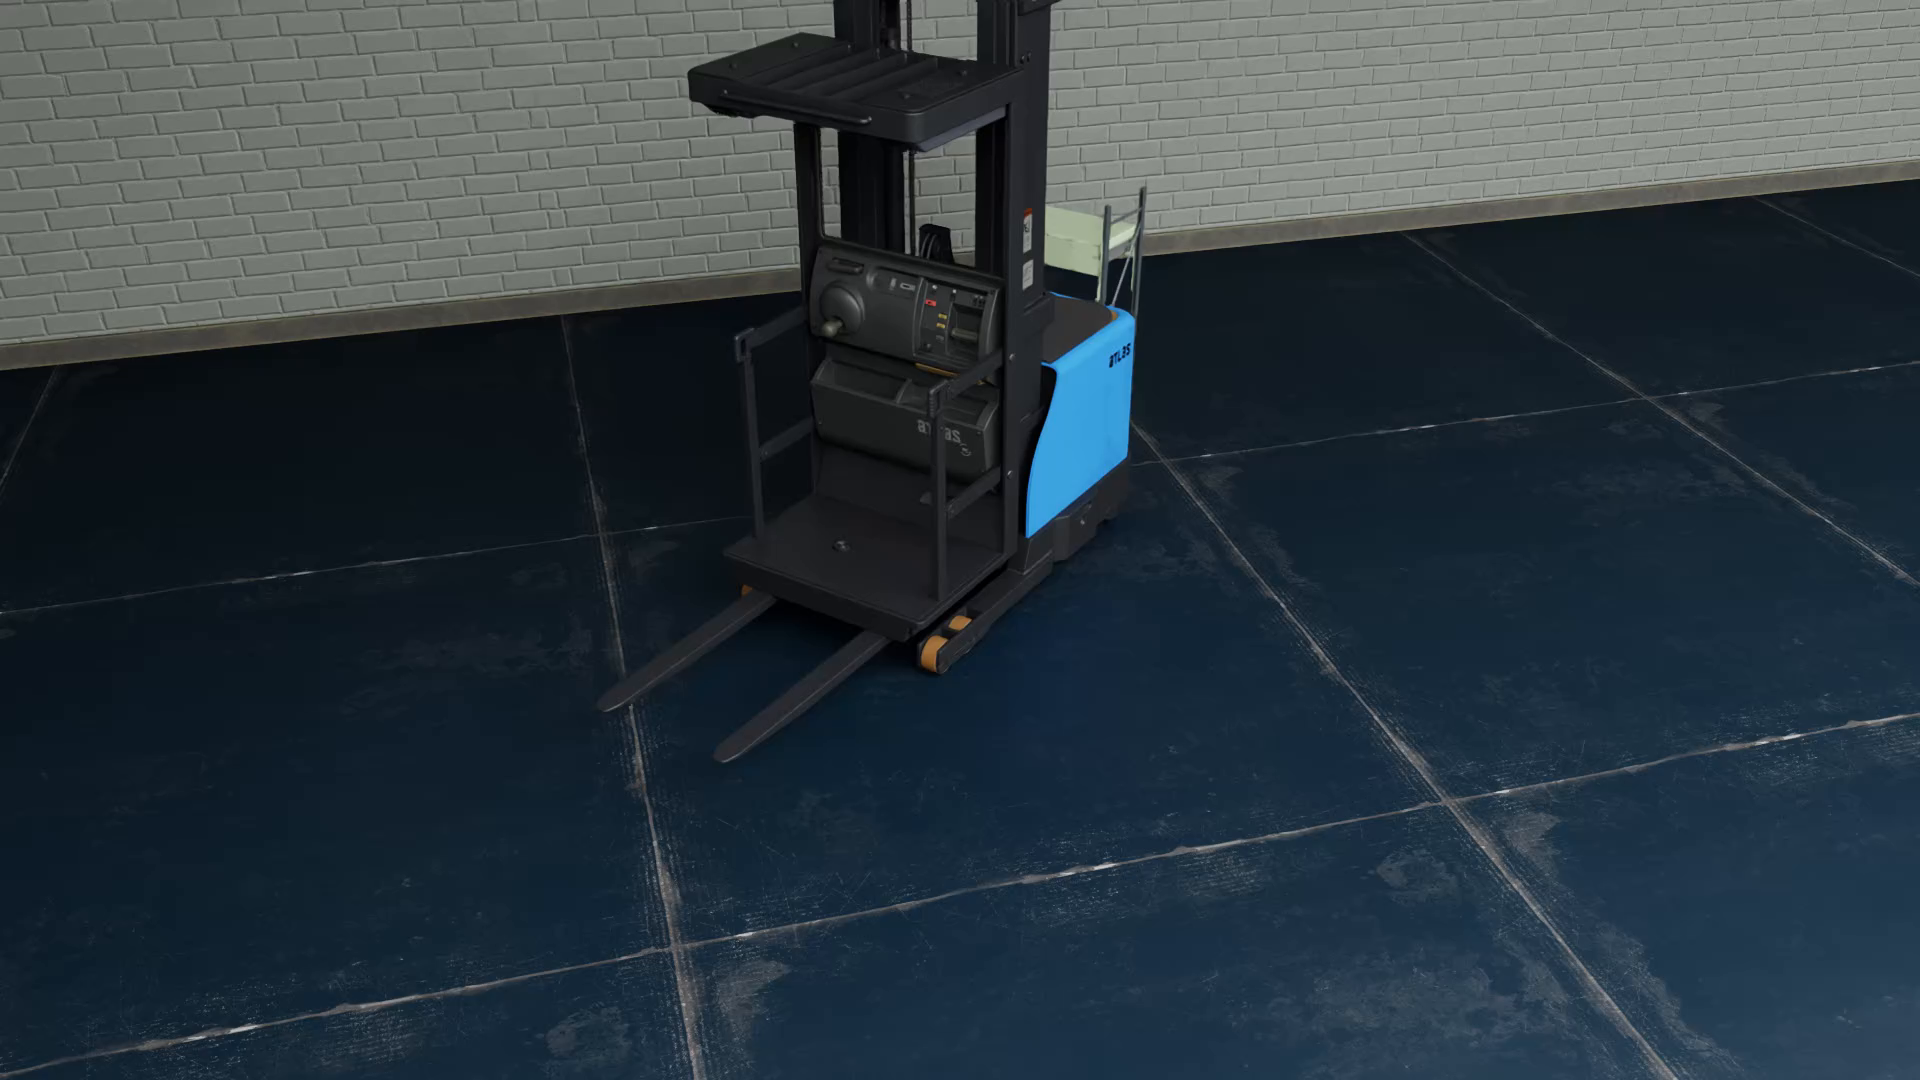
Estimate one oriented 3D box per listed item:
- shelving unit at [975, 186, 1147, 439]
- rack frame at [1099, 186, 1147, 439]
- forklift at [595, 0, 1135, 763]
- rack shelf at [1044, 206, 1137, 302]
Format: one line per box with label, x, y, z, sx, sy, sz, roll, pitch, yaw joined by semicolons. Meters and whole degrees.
shelving unit;0.495;-1.127;8.686;0.755;1.500;0.431;18;33;28
rack frame;0.801;-1.027;8.513;0.023;1.500;0.400;18;33;28
forklift;-0.362;-0.954;6.973;1.130;2.935;3.031;18;35;28
rack shelf;0.502;-1.470;8.500;0.720;0.370;0.431;18;33;28
